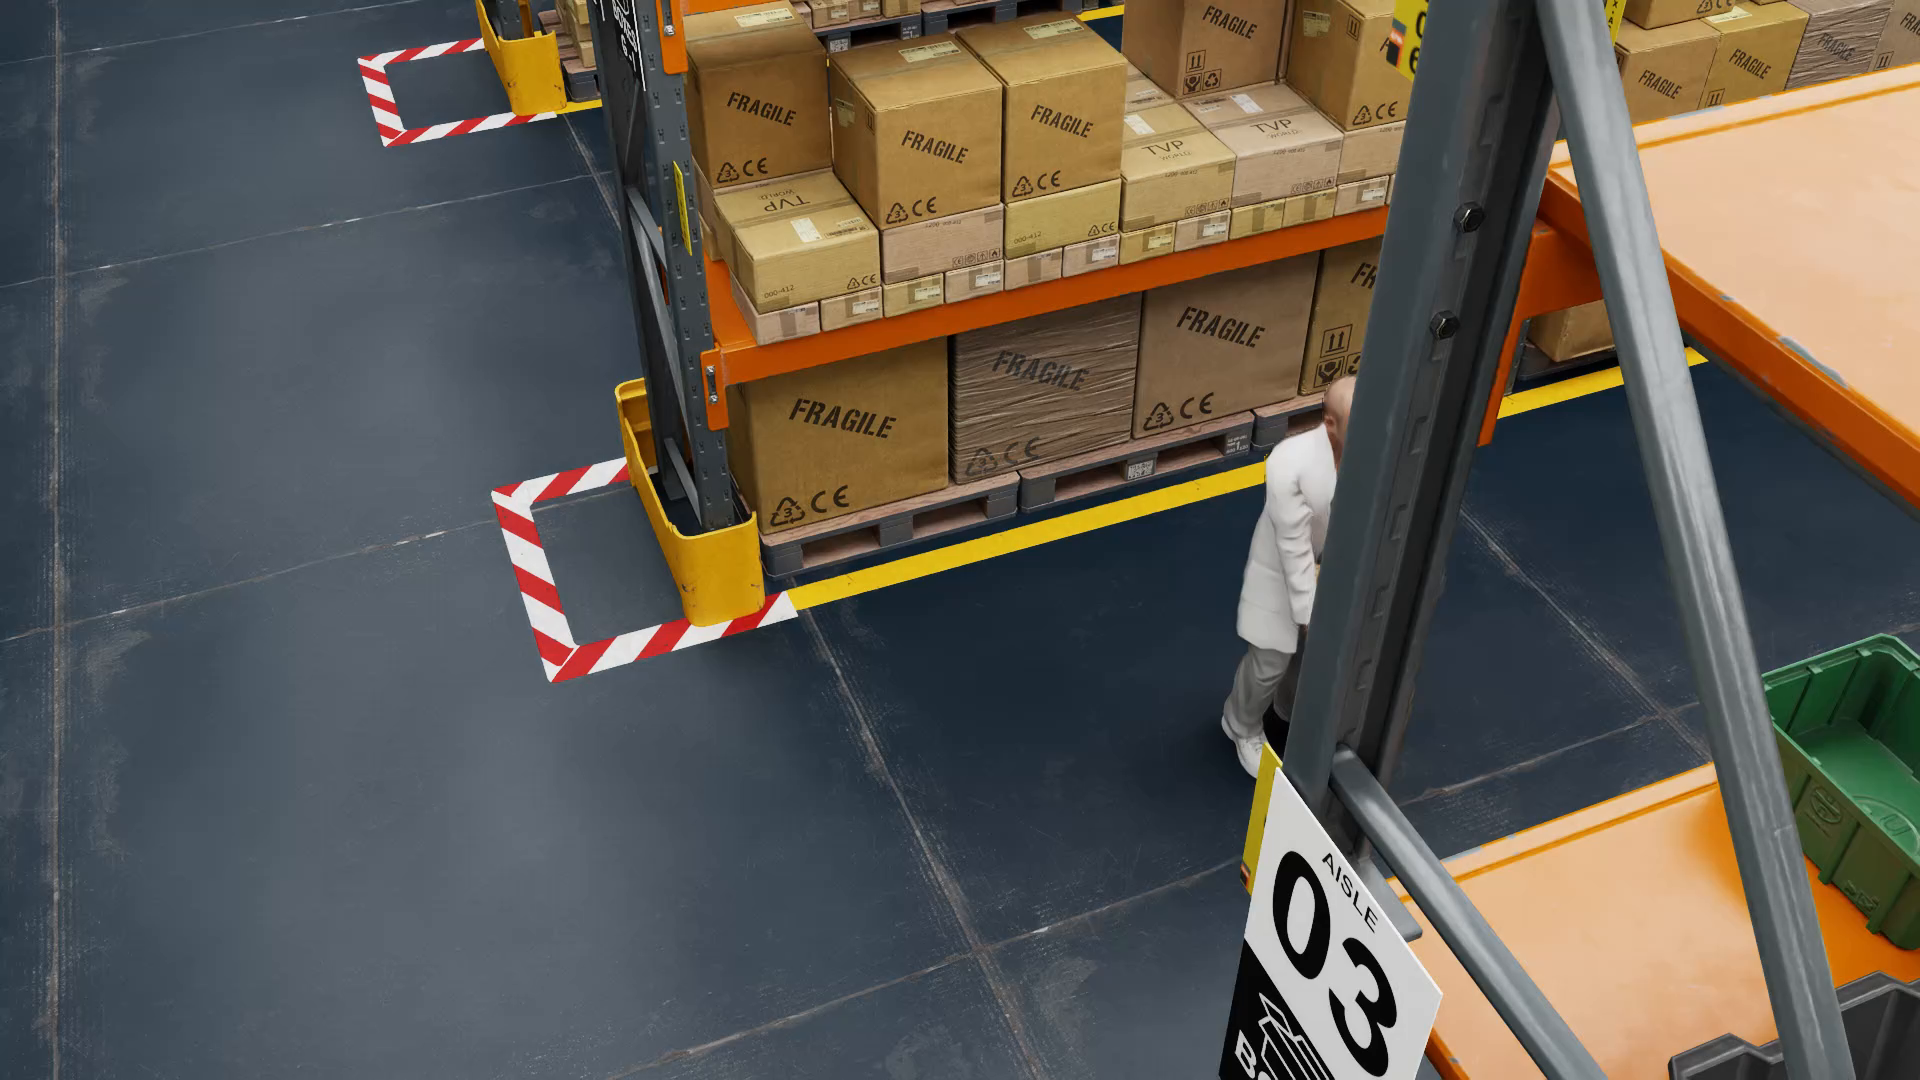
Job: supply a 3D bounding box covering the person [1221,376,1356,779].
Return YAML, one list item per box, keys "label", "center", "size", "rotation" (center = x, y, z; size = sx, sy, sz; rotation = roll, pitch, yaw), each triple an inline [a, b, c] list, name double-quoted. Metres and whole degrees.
- label: "person"
  center: [1.291, 0.179, 5.974]
  size: [0.531, 1.774, 0.574]
  rotation: [-16, 44, -17]
